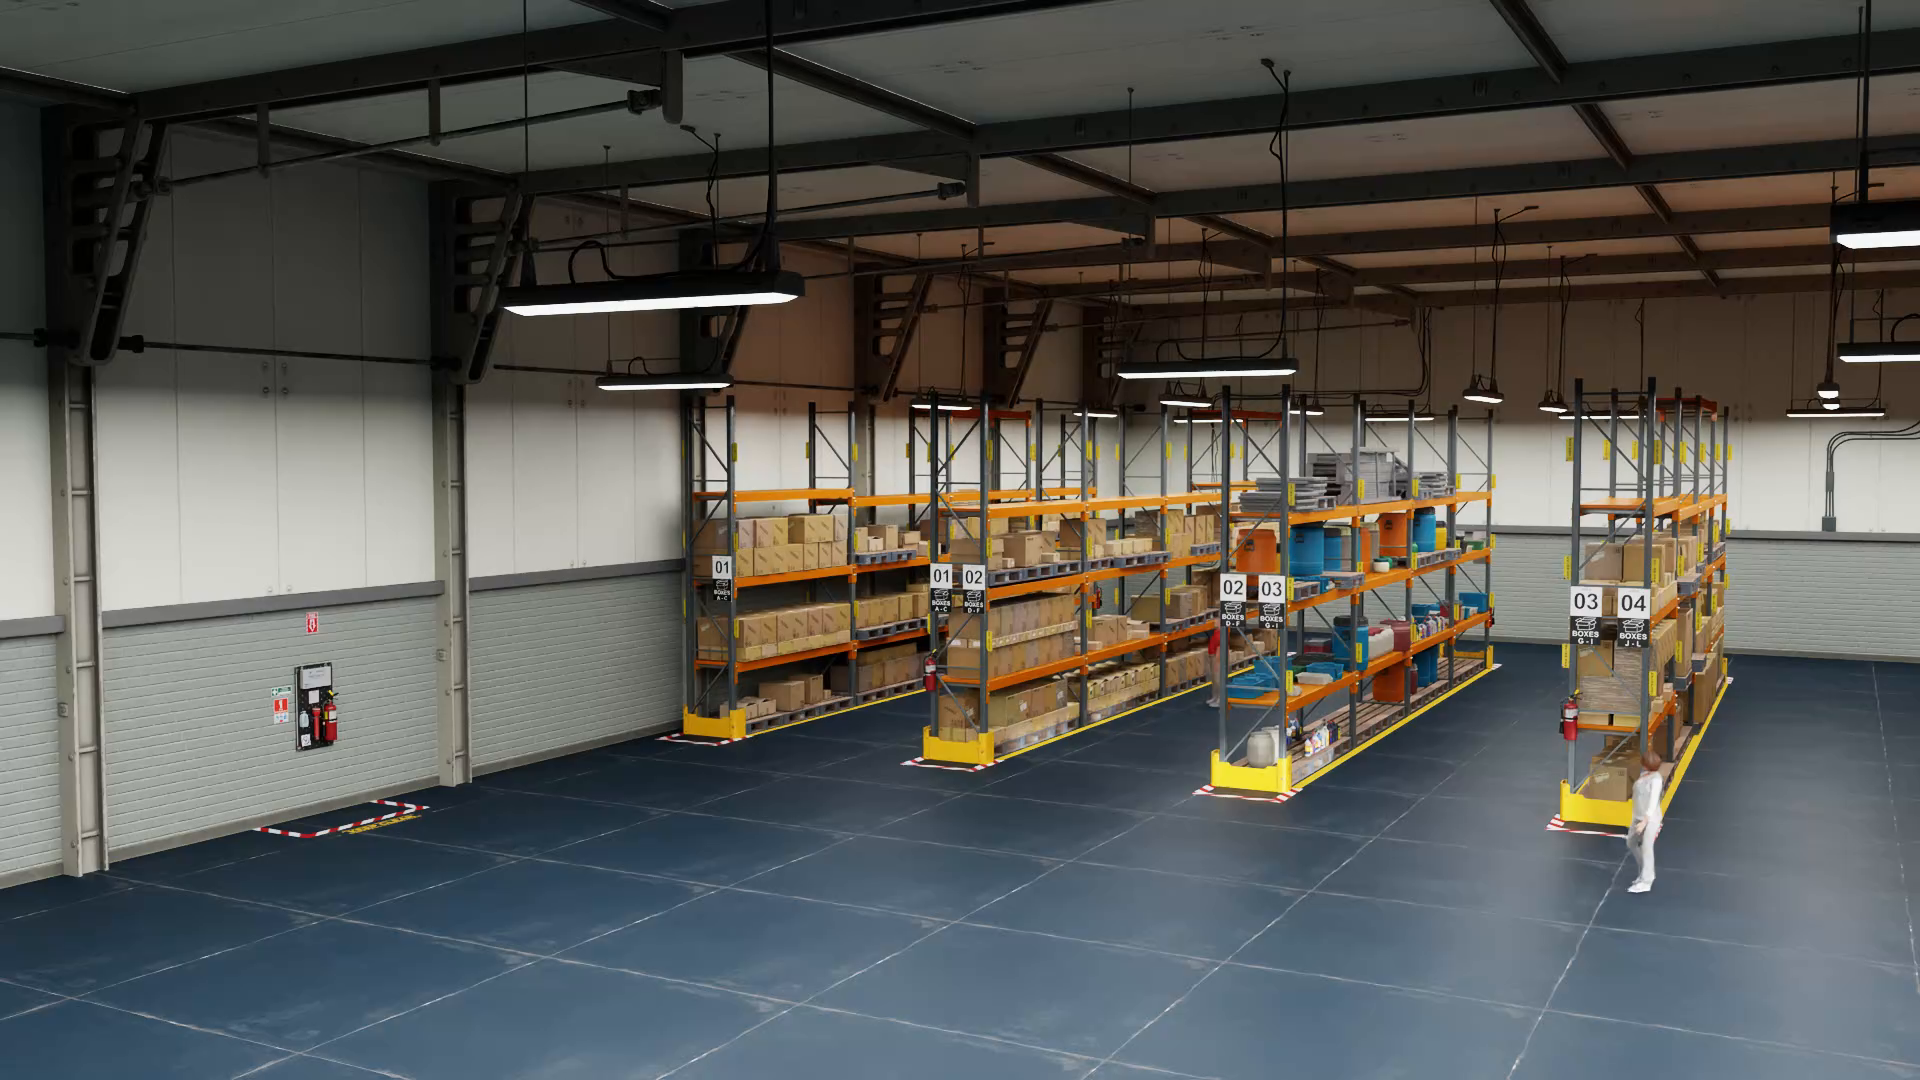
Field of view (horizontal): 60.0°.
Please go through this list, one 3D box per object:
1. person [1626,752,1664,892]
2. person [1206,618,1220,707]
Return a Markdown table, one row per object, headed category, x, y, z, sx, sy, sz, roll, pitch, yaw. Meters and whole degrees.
| category | x | y | z | sx | sy | sz | roll | pitch | yaw |
| --- | --- | --- | --- | --- | --- | --- | --- | --- | --- |
| person | 7.787 | 3.230 | 18.976 | 0.403 | 1.578 | 0.493 | 0 | 3 | -7 |
| person | 5.081 | 2.404 | 32.841 | 0.393 | 1.732 | 0.576 | 0 | 3 | -2 |
